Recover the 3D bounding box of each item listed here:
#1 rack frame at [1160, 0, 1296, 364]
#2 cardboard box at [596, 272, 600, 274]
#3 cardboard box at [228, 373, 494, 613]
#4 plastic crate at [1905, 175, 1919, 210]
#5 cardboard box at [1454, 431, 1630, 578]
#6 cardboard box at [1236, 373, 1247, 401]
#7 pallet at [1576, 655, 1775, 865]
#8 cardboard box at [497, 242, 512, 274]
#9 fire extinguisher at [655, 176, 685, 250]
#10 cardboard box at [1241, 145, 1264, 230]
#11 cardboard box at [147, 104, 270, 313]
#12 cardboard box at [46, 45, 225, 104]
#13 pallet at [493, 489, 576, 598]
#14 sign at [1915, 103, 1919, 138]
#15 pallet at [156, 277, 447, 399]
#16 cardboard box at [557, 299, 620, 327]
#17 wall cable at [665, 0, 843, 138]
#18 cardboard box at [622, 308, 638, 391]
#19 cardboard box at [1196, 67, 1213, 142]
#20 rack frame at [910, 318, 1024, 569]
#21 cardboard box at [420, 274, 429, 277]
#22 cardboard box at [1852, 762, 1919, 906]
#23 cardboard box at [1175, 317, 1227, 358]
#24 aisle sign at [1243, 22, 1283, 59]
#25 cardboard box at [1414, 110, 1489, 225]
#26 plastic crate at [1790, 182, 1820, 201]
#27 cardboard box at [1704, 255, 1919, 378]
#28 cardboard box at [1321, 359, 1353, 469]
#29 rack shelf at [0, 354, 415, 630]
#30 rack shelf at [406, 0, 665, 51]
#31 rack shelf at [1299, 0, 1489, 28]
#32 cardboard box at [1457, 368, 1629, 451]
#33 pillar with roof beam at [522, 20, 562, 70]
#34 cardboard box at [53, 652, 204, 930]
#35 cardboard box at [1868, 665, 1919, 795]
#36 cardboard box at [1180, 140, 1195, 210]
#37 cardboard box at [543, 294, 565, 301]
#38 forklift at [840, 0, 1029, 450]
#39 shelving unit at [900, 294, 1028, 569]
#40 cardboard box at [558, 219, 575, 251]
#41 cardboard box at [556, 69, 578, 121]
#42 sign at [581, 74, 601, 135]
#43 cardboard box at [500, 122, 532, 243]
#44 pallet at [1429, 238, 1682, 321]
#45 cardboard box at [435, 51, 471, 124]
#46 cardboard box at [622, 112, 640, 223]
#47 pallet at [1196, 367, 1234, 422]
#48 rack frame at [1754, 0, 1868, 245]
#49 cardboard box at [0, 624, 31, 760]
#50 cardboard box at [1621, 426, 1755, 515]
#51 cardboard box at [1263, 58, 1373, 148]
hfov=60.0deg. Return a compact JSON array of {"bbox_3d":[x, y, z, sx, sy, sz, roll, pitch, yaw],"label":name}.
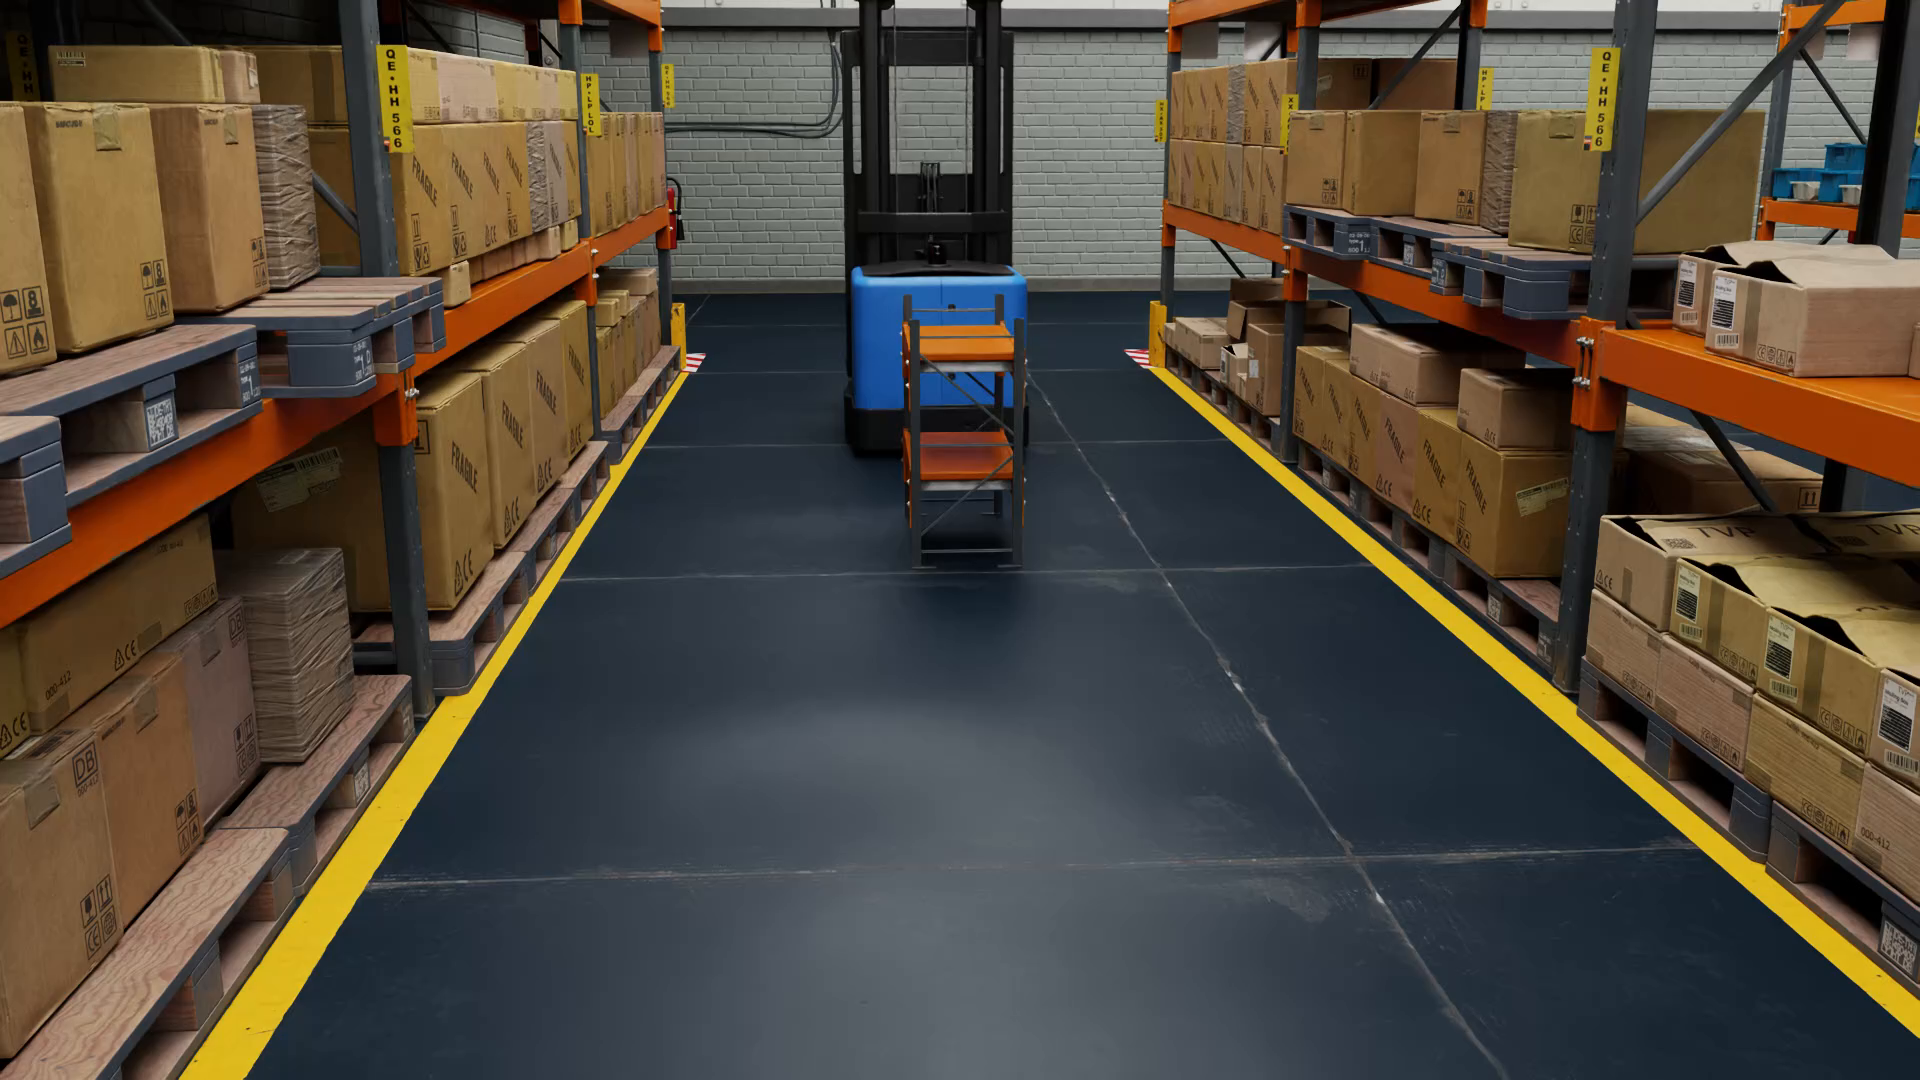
[{"bbox_3d":[2.139,-2.913,13.326,1.000,3.000,0.127,-1,14,-3],"label":"rack frame"},{"bbox_3d":[-2.837,-1.872,12.153,0.380,0.149,0.250,-1,14,-3],"label":"cardboard box"},{"bbox_3d":[-2.224,-0.193,6.227,0.750,0.750,0.750,-1,14,-4],"label":"cardboard box"},{"bbox_3d":[6.870,-2.467,11.812,0.416,0.233,0.300,-1,14,-3],"label":"plastic crate"},{"bbox_3d":[2.343,-0.154,6.740,0.500,0.500,0.500,0,14,-1],"label":"cardboard box"},{"bbox_3d":[1.986,-0.980,10.653,0.380,0.149,0.250,-1,14,-3],"label":"cardboard box"},{"bbox_3d":[2.647,0.633,5.143,1.003,0.211,1.213,-1,14,-3],"label":"pallet"},{"bbox_3d":[-2.213,-1.266,7.390,0.380,0.149,0.250,0,14,-2],"label":"cardboard box"},{"bbox_3d":[-2.353,-2.662,13.255,0.296,0.674,0.183,-1,14,-3],"label":"fire extinguisher"},{"bbox_3d":[2.067,-2.215,10.414,0.500,0.500,0.500,0,14,-2],"label":"cardboard box"},{"bbox_3d":[-2.208,-0.852,4.233,0.700,0.500,0.500,-2,15,-9],"label":"cardboard box"},{"bbox_3d":[-2.223,-1.256,4.503,0.380,0.149,0.250,-3,15,-13],"label":"cardboard box"},{"bbox_3d":[-2.355,0.005,7.583,1.003,0.211,1.213,-1,14,-3],"label":"pallet"},{"bbox_3d":[3.189,-1.493,5.486,0.100,0.325,0.005,-1,14,-3],"label":"sign"},{"bbox_3d":[-2.159,-0.577,4.634,1.213,0.211,1.003,-1,14,-3],"label":"pallet"},{"bbox_3d":[-2.340,-1.423,10.409,0.380,0.149,0.250,0,14,-2],"label":"cardboard box"},{"bbox_3d":[-2.798,-5.649,18.153,3.097,2.526,0.112,-1,14,-3],"label":"wall cable"},{"bbox_3d":[-2.558,-1.273,11.129,0.700,0.500,0.500,-1,14,-2],"label":"cardboard box"},{"bbox_3d":[1.970,-3.076,11.756,0.500,0.500,0.500,-1,14,-3],"label":"cardboard box"},{"bbox_3d":[0.031,-0.420,7.401,0.500,1.125,0.032,-1,14,-3],"label":"rack frame"},{"bbox_3d":[-2.105,-0.882,5.898,0.380,0.149,0.250,-1,14,-3],"label":"cardboard box"},{"bbox_3d":[2.476,0.722,3.876,0.500,0.250,0.500,-1,14,-2],"label":"cardboard box"},{"bbox_3d":[1.921,-1.530,12.588,0.500,0.250,0.500,-1,14,-3],"label":"cardboard box"},{"bbox_3d":[2.441,-4.193,13.087,0.394,0.787,0.004,-1,14,-3],"label":"aisle sign"},{"bbox_3d":[2.558,-1.731,7.691,0.700,0.500,0.500,-5,15,-18],"label":"cardboard box"},{"bbox_3d":[6.707,-2.742,13.072,0.250,0.136,0.298,-1,14,-3],"label":"plastic crate"},{"bbox_3d":[2.497,-0.654,4.729,0.500,0.311,0.500,-1,14,-4],"label":"cardboard box"},{"bbox_3d":[2.218,-0.664,8.720,0.500,0.500,0.500,-1,14,-3],"label":"cardboard box"},{"bbox_3d":[-2.185,0.000,3.449,1.077,0.370,4.000,-1,14,-3],"label":"rack shelf"},{"bbox_3d":[-2.681,-3.442,10.808,1.077,0.370,4.000,-1,14,-3],"label":"rack shelf"},{"bbox_3d":[2.511,-2.525,7.243,1.077,0.370,4.000,-1,14,-3],"label":"rack shelf"},{"bbox_3d":[2.335,-0.532,6.701,0.500,0.250,0.500,0,14,-1],"label":"cardboard box"},{"bbox_3d":[0.461,-6.465,15.094,9.100,9.000,0.400,-1,14,-3],"label":"pillar with roof beam"},{"bbox_3d":[-2.237,0.583,3.873,0.700,0.500,0.500,-1,14,-4],"label":"cardboard box"},{"bbox_3d":[2.477,0.454,3.793,0.500,0.311,0.500,-1,14,-4],"label":"cardboard box"},{"bbox_3d":[1.941,-2.718,12.371,0.500,0.500,0.500,-1,14,-4],"label":"cardboard box"},{"bbox_3d":[-2.742,-1.492,10.678,0.380,0.149,0.250,-1,14,-5],"label":"cardboard box"},{"bbox_3d":[-0.225,-2.266,10.952,1.130,2.935,3.031,-1,14,-4],"label":"forklift"},{"bbox_3d":[0.000,-0.546,7.893,0.538,1.125,1.048,-1,14,-3],"label":"shelving unit"},{"bbox_3d":[-2.214,-1.586,8.636,0.380,0.149,0.250,-1,14,-2],"label":"cardboard box"},{"bbox_3d":[-2.273,-2.293,8.578,0.500,0.250,0.500,-1,14,-2],"label":"cardboard box"},{"bbox_3d":[-2.016,-2.374,9.067,0.100,0.325,0.005,-1,14,-3],"label":"sign"},{"bbox_3d":[-2.177,-1.556,7.215,0.500,0.500,0.500,0,14,-2],"label":"cardboard box"},{"bbox_3d":[2.523,-0.997,6.269,1.213,0.211,1.003,-1,14,-3],"label":"pallet"},{"bbox_3d":[-2.114,-1.661,6.121,0.500,0.250,0.500,-1,14,-4],"label":"cardboard box"},{"bbox_3d":[-2.669,-2.483,11.056,0.980,0.700,0.700,-2,15,-6],"label":"cardboard box"},{"bbox_3d":[2.267,-1.042,11.653,1.003,0.211,1.213,-1,14,-3],"label":"pallet"},{"bbox_3d":[7.083,-2.988,13.620,1.000,3.000,0.127,-1,14,-3],"label":"rack frame"},{"bbox_3d":[-2.190,0.362,3.228,0.500,0.250,0.500,-1,14,-5],"label":"cardboard box"},{"bbox_3d":[2.854,-0.173,6.813,0.500,0.500,0.500,-1,14,-5],"label":"cardboard box"},{"bbox_3d":[2.097,-2.572,9.796,0.500,0.500,0.500,-1,14,-3],"label":"cardboard box"}]
